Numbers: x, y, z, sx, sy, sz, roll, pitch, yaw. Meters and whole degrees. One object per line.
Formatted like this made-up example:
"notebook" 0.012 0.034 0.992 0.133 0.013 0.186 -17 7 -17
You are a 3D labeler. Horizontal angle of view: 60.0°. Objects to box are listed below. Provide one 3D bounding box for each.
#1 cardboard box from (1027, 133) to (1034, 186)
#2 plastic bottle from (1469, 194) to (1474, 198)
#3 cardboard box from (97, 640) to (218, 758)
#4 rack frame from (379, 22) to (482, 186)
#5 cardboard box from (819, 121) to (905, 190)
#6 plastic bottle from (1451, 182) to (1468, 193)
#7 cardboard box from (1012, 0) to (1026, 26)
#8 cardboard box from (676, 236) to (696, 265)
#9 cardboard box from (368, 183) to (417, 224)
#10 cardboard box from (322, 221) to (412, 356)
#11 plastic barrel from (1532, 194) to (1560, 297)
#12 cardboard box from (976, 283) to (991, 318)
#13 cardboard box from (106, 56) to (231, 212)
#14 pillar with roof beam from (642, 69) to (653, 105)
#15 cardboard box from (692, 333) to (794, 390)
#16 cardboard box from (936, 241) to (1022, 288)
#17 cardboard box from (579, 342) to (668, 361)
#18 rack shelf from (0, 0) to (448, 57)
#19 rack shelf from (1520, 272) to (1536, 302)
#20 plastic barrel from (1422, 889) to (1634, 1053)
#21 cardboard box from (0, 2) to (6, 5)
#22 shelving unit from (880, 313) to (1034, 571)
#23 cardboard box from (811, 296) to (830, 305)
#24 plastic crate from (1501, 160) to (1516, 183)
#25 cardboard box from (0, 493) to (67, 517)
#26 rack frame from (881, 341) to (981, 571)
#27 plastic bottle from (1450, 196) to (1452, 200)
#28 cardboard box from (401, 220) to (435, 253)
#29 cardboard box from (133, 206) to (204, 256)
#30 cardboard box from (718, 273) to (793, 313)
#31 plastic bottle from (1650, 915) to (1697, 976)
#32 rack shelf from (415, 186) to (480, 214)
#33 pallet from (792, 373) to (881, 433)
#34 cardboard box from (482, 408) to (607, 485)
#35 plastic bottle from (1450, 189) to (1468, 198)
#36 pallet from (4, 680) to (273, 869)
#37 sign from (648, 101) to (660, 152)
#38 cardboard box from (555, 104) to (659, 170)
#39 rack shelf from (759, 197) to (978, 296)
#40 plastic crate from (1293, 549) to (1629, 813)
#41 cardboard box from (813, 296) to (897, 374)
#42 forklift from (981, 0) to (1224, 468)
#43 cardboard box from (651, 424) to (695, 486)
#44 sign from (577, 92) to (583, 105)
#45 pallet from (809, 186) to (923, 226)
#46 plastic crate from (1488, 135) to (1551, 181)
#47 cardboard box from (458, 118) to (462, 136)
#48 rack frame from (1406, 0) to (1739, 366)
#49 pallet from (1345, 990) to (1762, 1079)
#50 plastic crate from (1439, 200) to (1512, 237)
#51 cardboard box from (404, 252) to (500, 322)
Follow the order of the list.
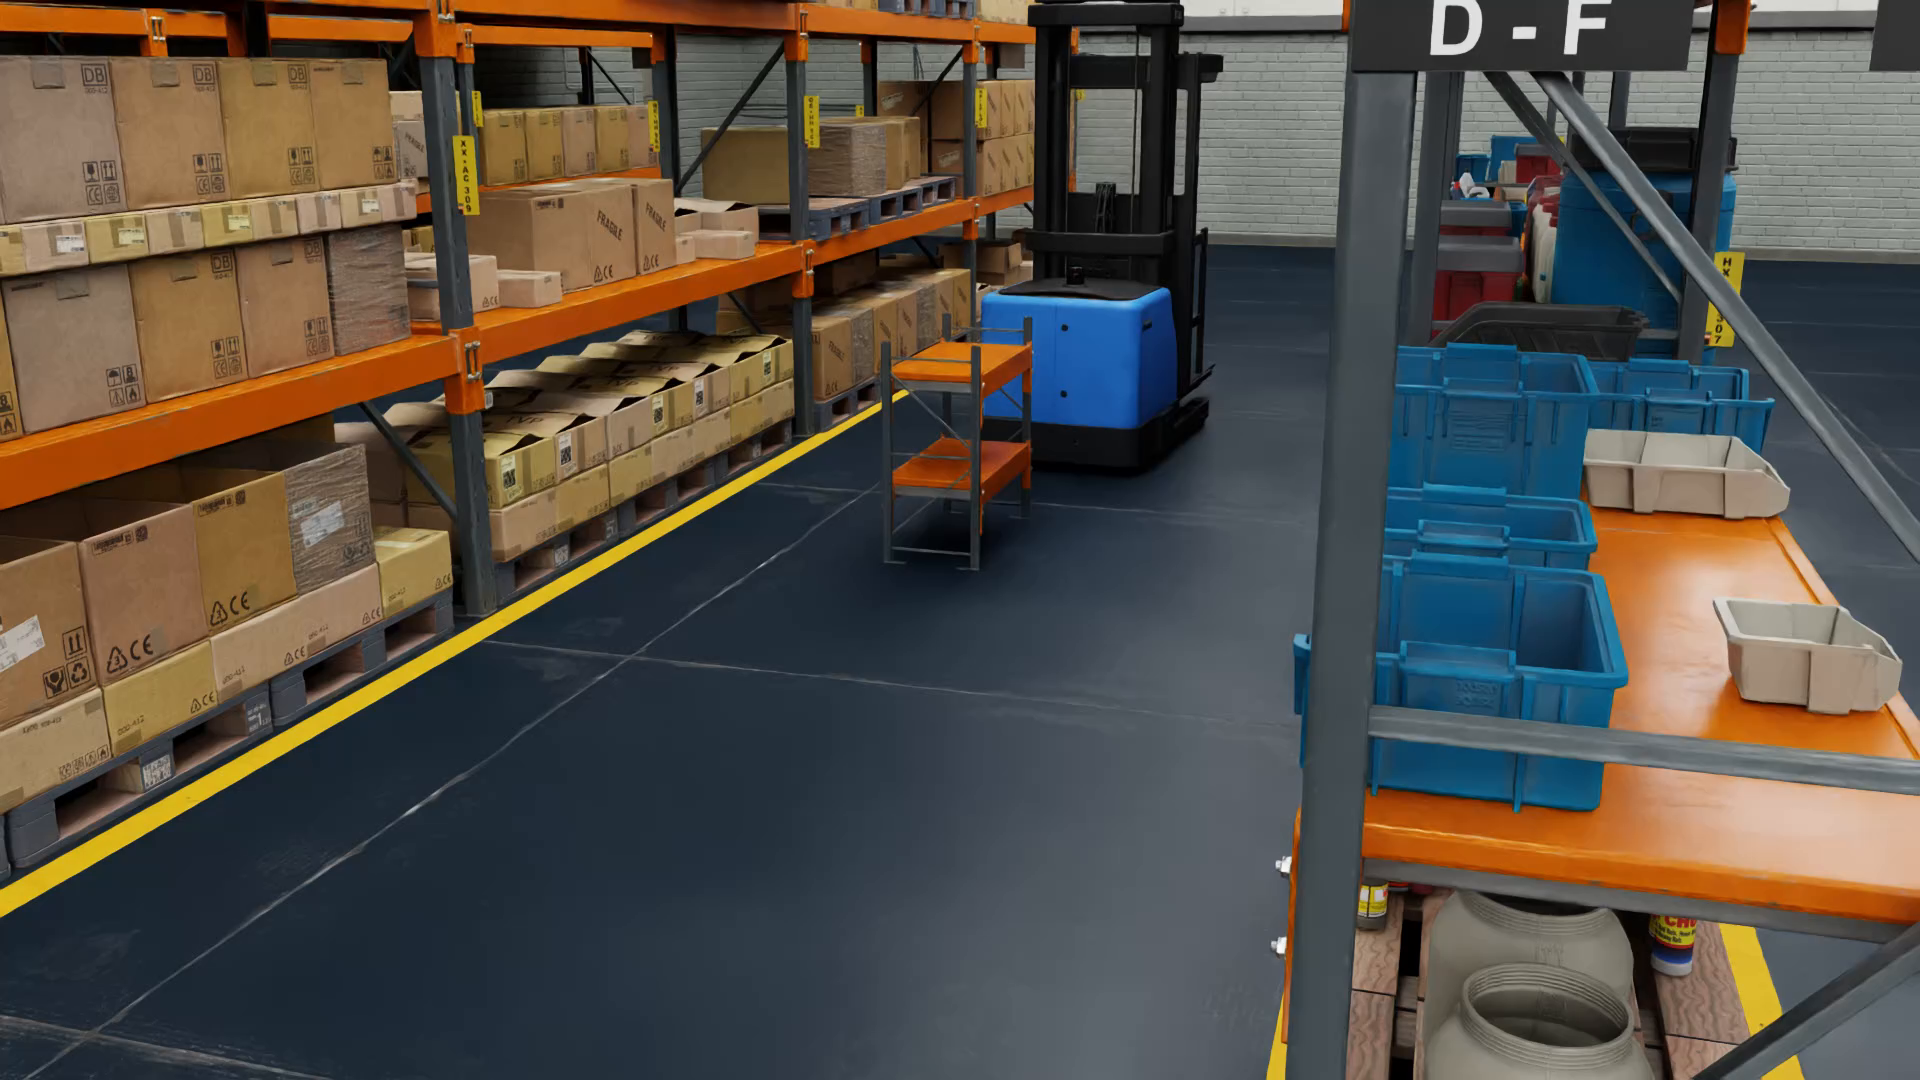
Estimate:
"cardboard box" 0.485 -3.784 16.489 0.500 0.500 0.500 4 16 15
"plastic bottle" 3.482 -2.213 11.348 0.061 0.283 0.133 5 16 16
"cardboard box" -2.968 0.520 5.770 0.500 0.250 0.500 5 16 16
"rack frame" -5.102 -3.609 16.055 1.000 3.000 0.127 5 16 16
"cardboard box" -0.794 -3.009 12.986 0.700 0.500 0.500 1 16 2
"plastic bottle" 3.796 -2.593 12.703 0.152 0.276 0.135 5 16 16
"cardboard box" 0.314 -4.966 15.617 0.500 0.250 0.500 5 16 16
"cardboard box" -1.796 -1.720 9.857 0.380 0.149 0.250 6 17 20
"cardboard box" -2.496 -1.405 6.913 0.380 0.149 0.250 5 16 16
"cardboard box" -2.745 -1.064 6.900 0.700 0.500 0.500 4 16 14
"plastic barrel" 2.937 -1.351 7.847 0.433 0.535 0.433 0 16 0
"cardboard box" -0.024 -2.237 15.339 0.500 0.311 0.500 5 16 16
"cardboard box" -3.030 -1.425 5.795 0.700 0.500 0.500 5 16 16
"pillar with roof beam" 0.101 -7.981 20.476 9.100 9.000 0.400 5 16 16
"cardboard box" -1.401 -1.172 10.705 0.500 0.311 0.500 5 17 17
"cardboard box" 0.178 -2.728 16.719 0.797 0.503 0.637 5 16 16
"cardboard box" -2.059 -1.076 10.366 0.500 0.311 0.500 4 16 14
"rack shelf" -3.193 -1.706 5.169 1.077 0.370 4.000 5 16 16
"rack shelf" 2.692 -0.924 7.910 1.077 0.370 4.000 5 16 16
"plastic barrel" 1.243 0.985 3.650 0.421 0.512 0.421 0 16 0
"cardboard box" -6.696 -3.732 10.769 0.797 0.503 0.637 7 17 24
"shelving unit" 0.002 -0.543 8.682 0.538 1.125 1.048 5 16 16
"cardboard box" -1.300 -1.586 12.700 0.500 0.500 0.500 4 16 14
"plastic crate" 5.008 -3.197 14.712 0.437 0.282 0.530 5 16 16
"cardboard box" -3.481 0.117 5.814 0.500 0.500 0.500 5 16 16
"rack frame" -0.143 -0.410 8.213 0.500 1.125 0.032 5 16 16
"plastic bottle" 3.291 -2.176 11.217 0.061 0.283 0.133 5 16 16
"cardboard box" -5.162 -2.596 15.656 0.750 0.750 0.750 5 17 17
"cardboard box" -2.859 -1.073 5.742 0.380 0.149 0.250 5 17 17
"cardboard box" -1.435 -1.827 12.173 0.500 0.250 0.500 5 17 18
"plastic bottle" 1.801 0.950 4.177 0.097 0.271 0.097 0 16 0
"rack shelf" -5.670 -2.739 14.308 1.077 0.370 4.000 5 16 16
"pallet" -1.239 -1.030 12.073 1.003 0.211 1.213 5 16 16
"cardboard box" -2.121 -0.501 8.340 0.500 0.311 0.500 4 16 15
"plastic bottle" 3.571 -2.386 11.972 0.152 0.276 0.135 5 16 16
"pallet" -3.236 0.734 5.854 1.003 0.211 1.213 5 16 16
"sign" -2.011 -2.737 11.007 0.100 0.325 0.005 5 16 16
"cardboard box" -4.100 -4.665 19.230 0.980 0.700 0.700 5 17 18
"rack shelf" -0.919 -2.356 12.957 1.077 0.370 4.000 5 16 16
"plastic crate" 0.842 0.217 2.841 0.499 0.251 0.616 5 16 16
"cardboard box" -0.794 -1.553 12.583 0.500 0.500 0.500 4 16 15
"forklift" 1.113 -2.209 11.248 1.130 2.935 3.031 6 17 20
"cardboard box" -1.836 -0.500 9.366 0.500 0.250 0.500 5 17 17
"sign" -4.495 -5.154 19.773 0.100 0.325 0.005 5 16 16
"pallet" -0.940 -2.596 12.836 1.003 0.211 1.213 5 16 16
"plastic crate" 5.618 -3.831 16.663 0.616 0.435 0.499 5 16 16
"cardboard box" -4.991 -3.669 15.503 0.500 0.500 0.500 4 16 15
"rack frame" 2.123 -0.747 5.967 1.000 3.000 0.127 5 16 16
"pallet" 1.199 1.405 3.489 1.003 0.211 1.213 5 16 16
"plastic crate" 2.508 -1.426 8.241 0.402 0.464 0.583 5 16 16
"cardboard box" -2.527 -1.192 7.811 0.500 0.250 0.500 6 17 19
